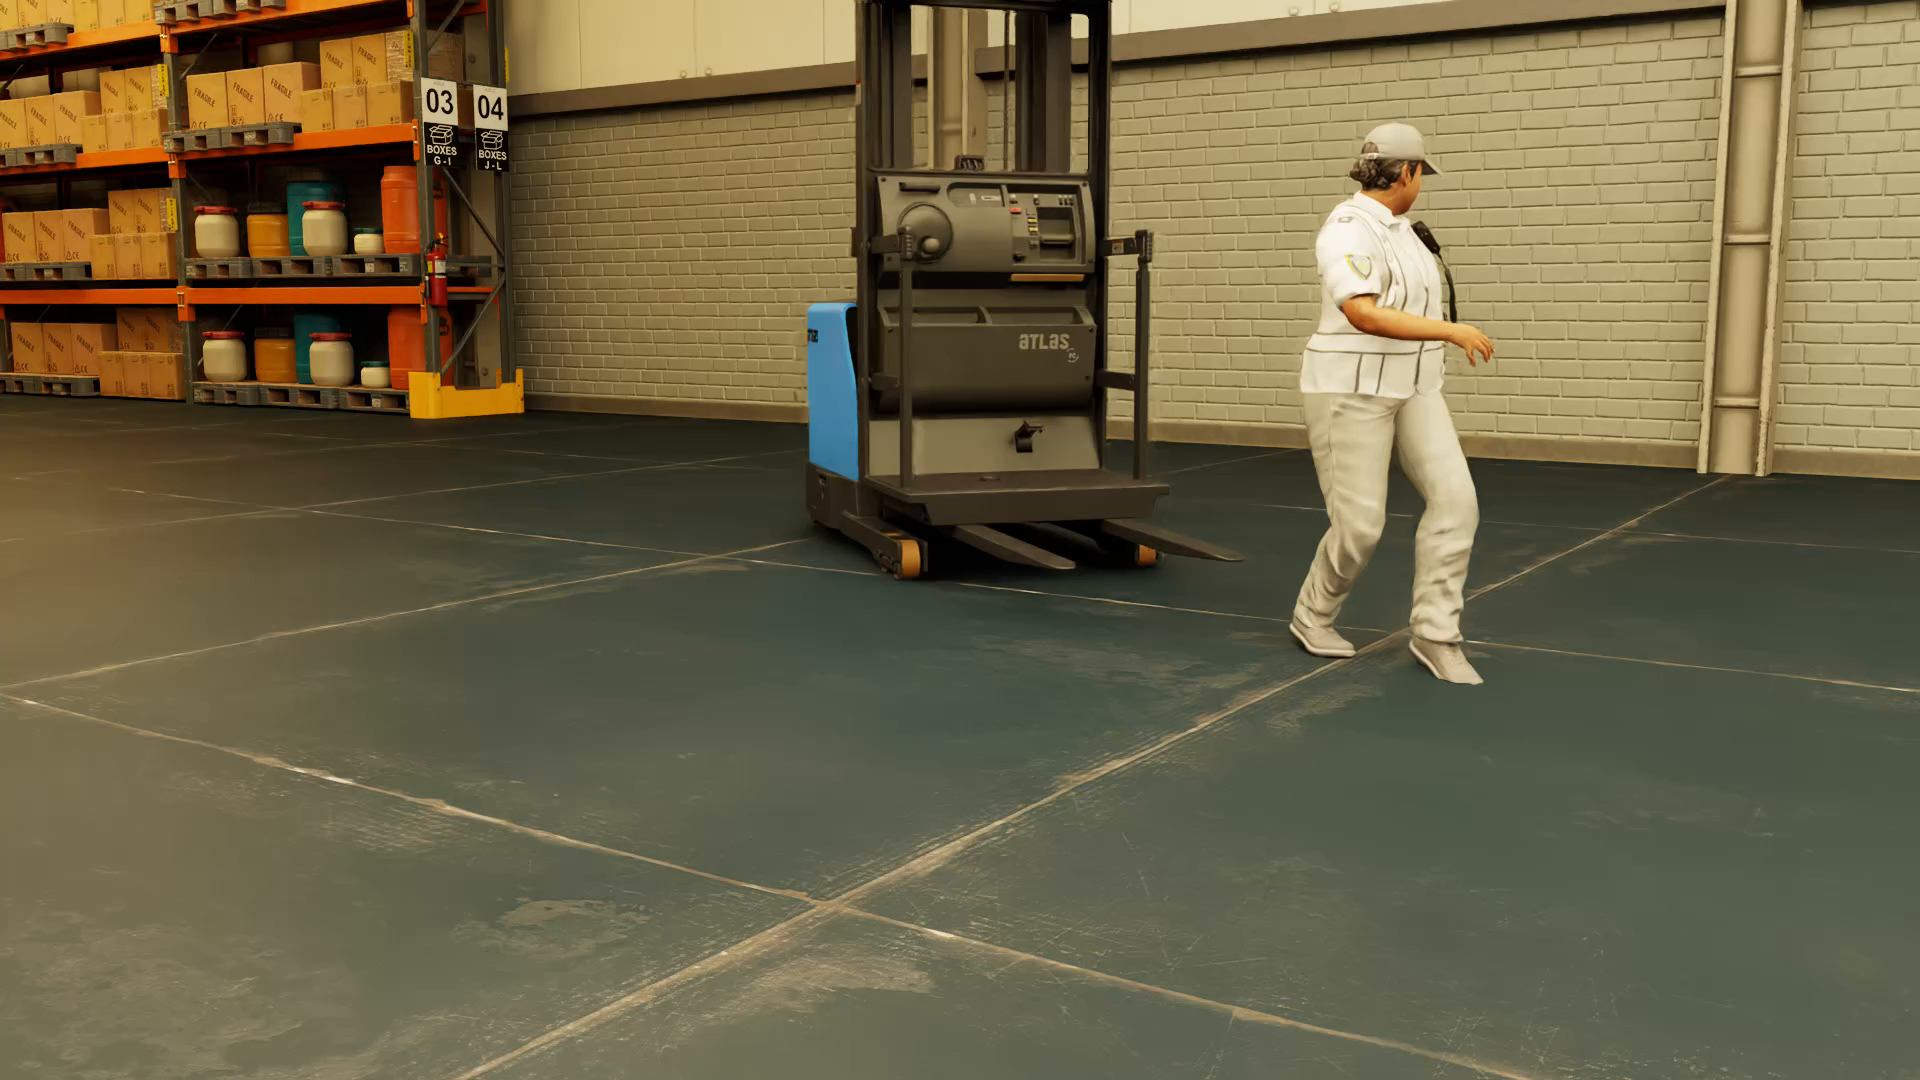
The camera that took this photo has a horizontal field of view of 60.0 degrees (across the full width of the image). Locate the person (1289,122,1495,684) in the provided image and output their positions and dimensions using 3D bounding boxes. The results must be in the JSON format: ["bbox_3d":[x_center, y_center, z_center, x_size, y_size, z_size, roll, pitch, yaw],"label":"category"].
[{"bbox_3d":[1.250,-0.405,4.962,0.524,1.645,0.850,-5,9,-30],"label":"person"}]

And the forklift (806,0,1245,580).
[{"bbox_3d":[0.181,-1.355,6.723,1.130,2.935,3.031,-3,8,-17],"label":"forklift"}]
